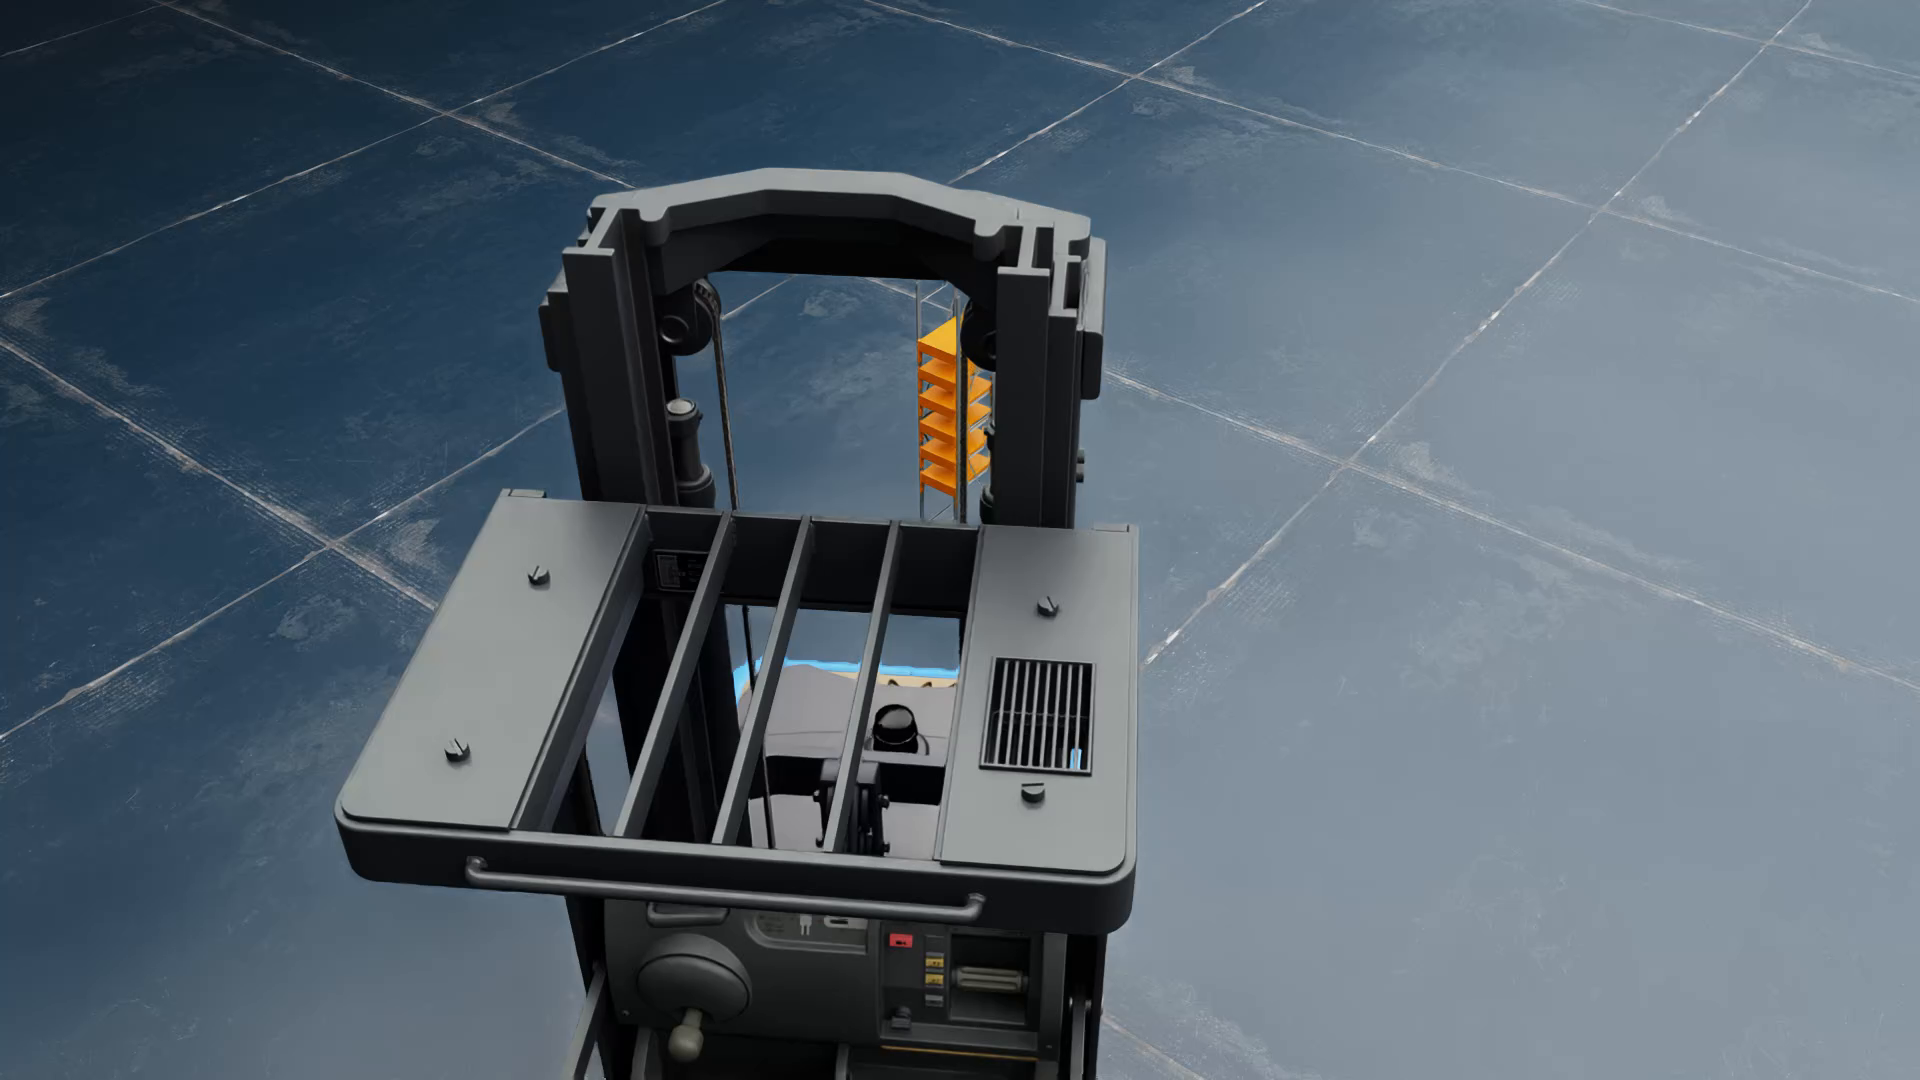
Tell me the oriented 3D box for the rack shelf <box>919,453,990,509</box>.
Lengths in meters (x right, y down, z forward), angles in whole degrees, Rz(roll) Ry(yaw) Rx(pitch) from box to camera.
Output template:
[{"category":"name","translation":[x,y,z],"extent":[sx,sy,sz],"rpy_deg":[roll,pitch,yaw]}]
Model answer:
[{"category":"rack shelf","translation":[-0.011,-0.254,6.562],"extent":[0.180,0.103,0.258],"rpy_deg":[25,45,29]}]

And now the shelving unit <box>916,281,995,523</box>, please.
[{"category":"shelving unit","translation":[-0.011,-0.478,6.387],"extent":[0.189,1.200,0.258],"rpy_deg":[25,45,29]}]

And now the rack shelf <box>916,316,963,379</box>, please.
[{"category":"rack shelf","translation":[-0.012,-0.726,6.193],"extent":[0.180,0.103,0.258],"rpy_deg":[25,45,29]}]

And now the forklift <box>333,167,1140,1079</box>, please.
[{"category":"forklift","translation":[-0.270,0.939,3.174],"extent":[1.130,2.935,3.031],"rpy_deg":[3,38,4]}]

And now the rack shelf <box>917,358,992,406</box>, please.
[{"category":"rack shelf","translation":[-0.012,-0.632,6.266],"extent":[0.180,0.103,0.258],"rpy_deg":[25,45,29]}]

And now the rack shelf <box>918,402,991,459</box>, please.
[{"category":"rack shelf","translation":[-0.011,-0.443,6.414],"extent":[0.180,0.103,0.258],"rpy_deg":[25,45,29]}]

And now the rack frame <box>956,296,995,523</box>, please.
[{"category":"rack frame","translation":[0.061,-0.444,6.343],"extent":[0.006,1.200,0.240],"rpy_deg":[25,45,29]}]

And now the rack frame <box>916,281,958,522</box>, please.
[{"category":"rack frame","translation":[-0.084,-0.512,6.431],"extent":[0.006,1.200,0.240],"rpy_deg":[25,45,29]}]

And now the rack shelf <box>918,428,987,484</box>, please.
[{"category":"rack shelf","translation":[-0.011,-0.348,6.488],"extent":[0.180,0.103,0.258],"rpy_deg":[25,45,29]}]

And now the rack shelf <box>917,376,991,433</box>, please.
[{"category":"rack shelf","translation":[-0.011,-0.537,6.340],"extent":[0.180,0.103,0.258],"rpy_deg":[25,45,29]}]
